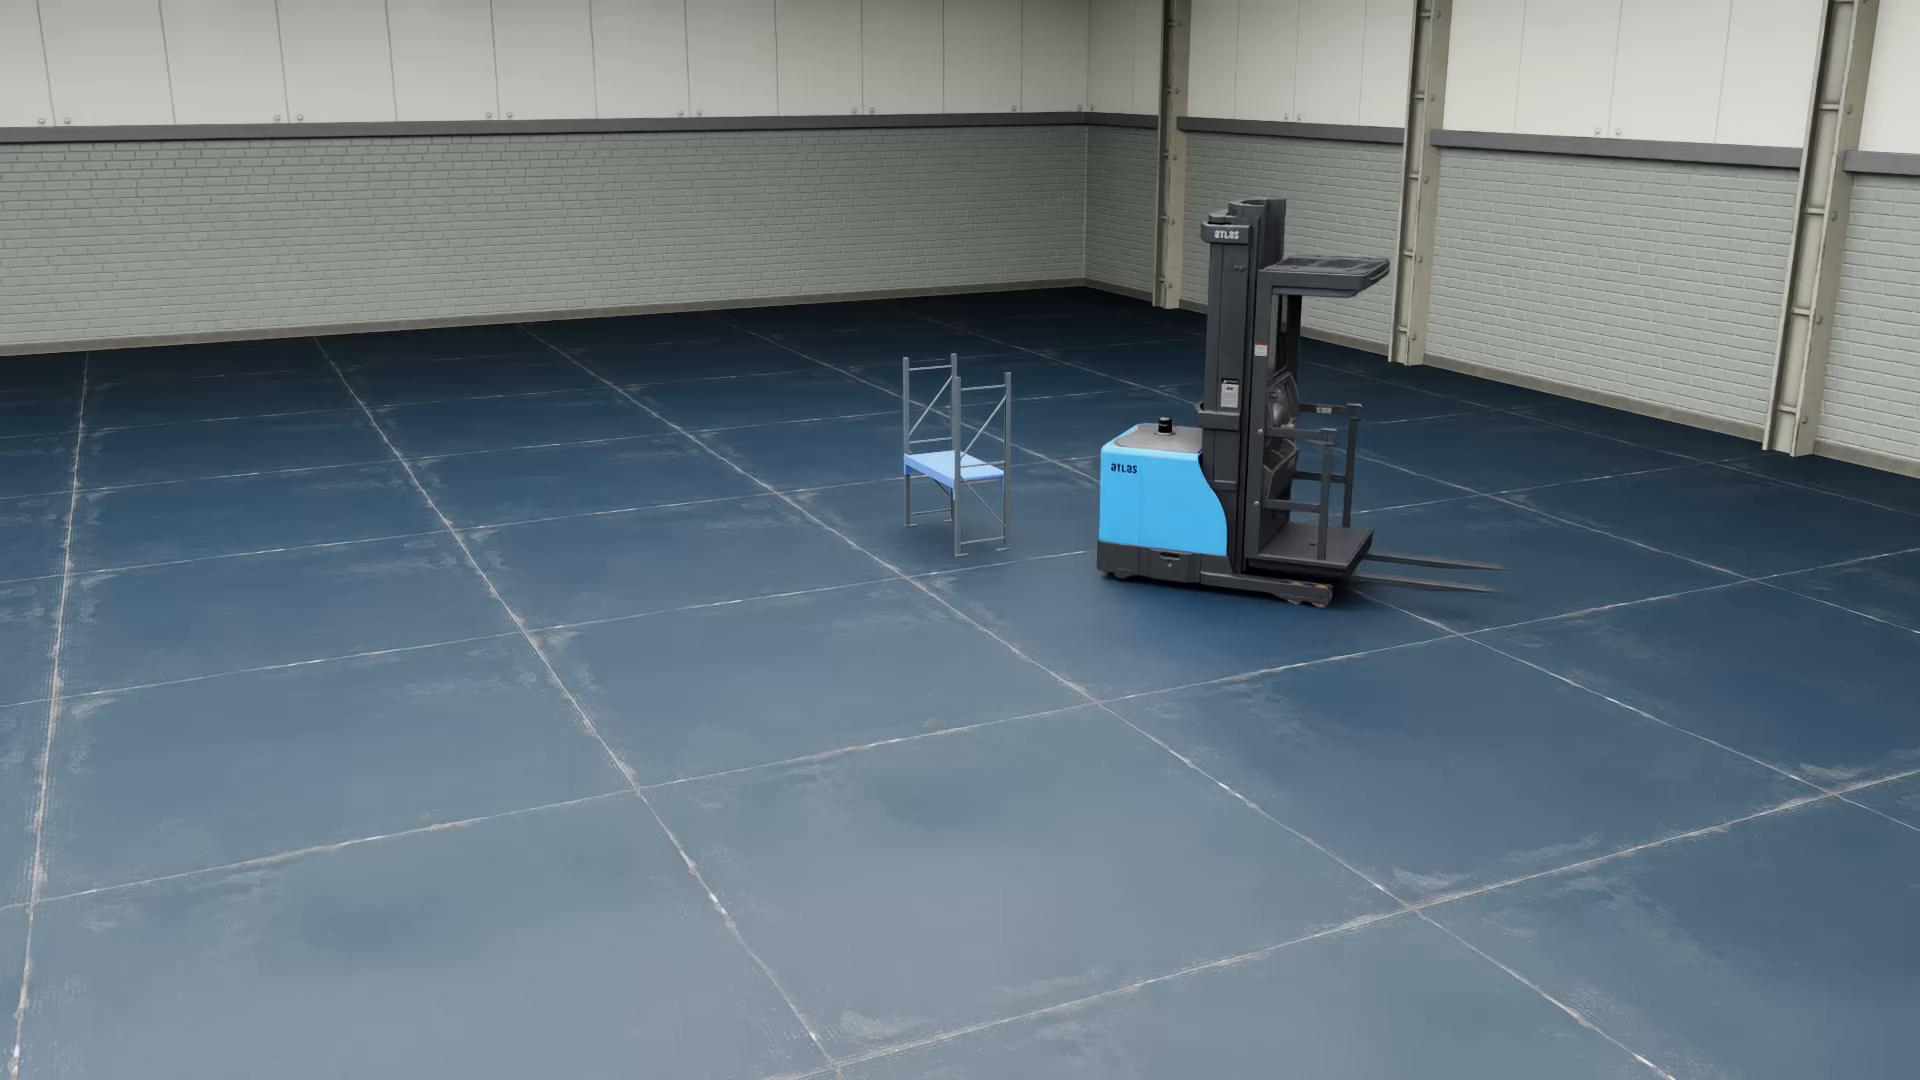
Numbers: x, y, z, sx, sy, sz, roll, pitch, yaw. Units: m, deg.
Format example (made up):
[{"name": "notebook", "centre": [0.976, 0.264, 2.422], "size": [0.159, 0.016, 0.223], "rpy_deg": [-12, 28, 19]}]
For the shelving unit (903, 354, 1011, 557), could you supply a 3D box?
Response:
[{"name": "shelving unit", "centre": [-0.037, -0.742, 14.117], "size": [0.538, 1.500, 1.048], "rpy_deg": [-8, 18, -25]}]

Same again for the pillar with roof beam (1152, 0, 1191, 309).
[{"name": "pillar with roof beam", "centre": [-0.411, -7.715, 24.821], "size": [9.100, 9.000, 0.400], "rpy_deg": [-8, 18, -25]}]

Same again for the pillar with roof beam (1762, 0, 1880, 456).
[{"name": "pillar with roof beam", "centre": [4.847, -4.739, 14.452], "size": [9.100, 9.000, 0.400], "rpy_deg": [-8, 18, -25]}]

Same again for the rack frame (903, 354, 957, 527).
[{"name": "rack frame", "centre": [-0.260, -0.868, 14.557], "size": [0.500, 1.500, 0.032], "rpy_deg": [-8, 18, -25]}]

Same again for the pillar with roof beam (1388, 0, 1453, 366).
[{"name": "pillar with roof beam", "centre": [2.218, -6.227, 19.636], "size": [9.100, 9.000, 0.400], "rpy_deg": [-8, 18, -25]}]

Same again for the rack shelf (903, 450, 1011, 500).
[{"name": "rack shelf", "centre": [-0.037, -0.569, 14.167], "size": [0.538, 0.185, 1.000], "rpy_deg": [-8, 18, -25]}]

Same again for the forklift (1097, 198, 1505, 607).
[{"name": "forklift", "centre": [2.650, -1.069, 12.663], "size": [3.031, 2.935, 1.130], "rpy_deg": [7, 17, 22]}]

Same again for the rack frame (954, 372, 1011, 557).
[{"name": "rack frame", "centre": [0.185, -0.616, 13.678], "size": [0.500, 1.500, 0.032], "rpy_deg": [-8, 18, -25]}]
